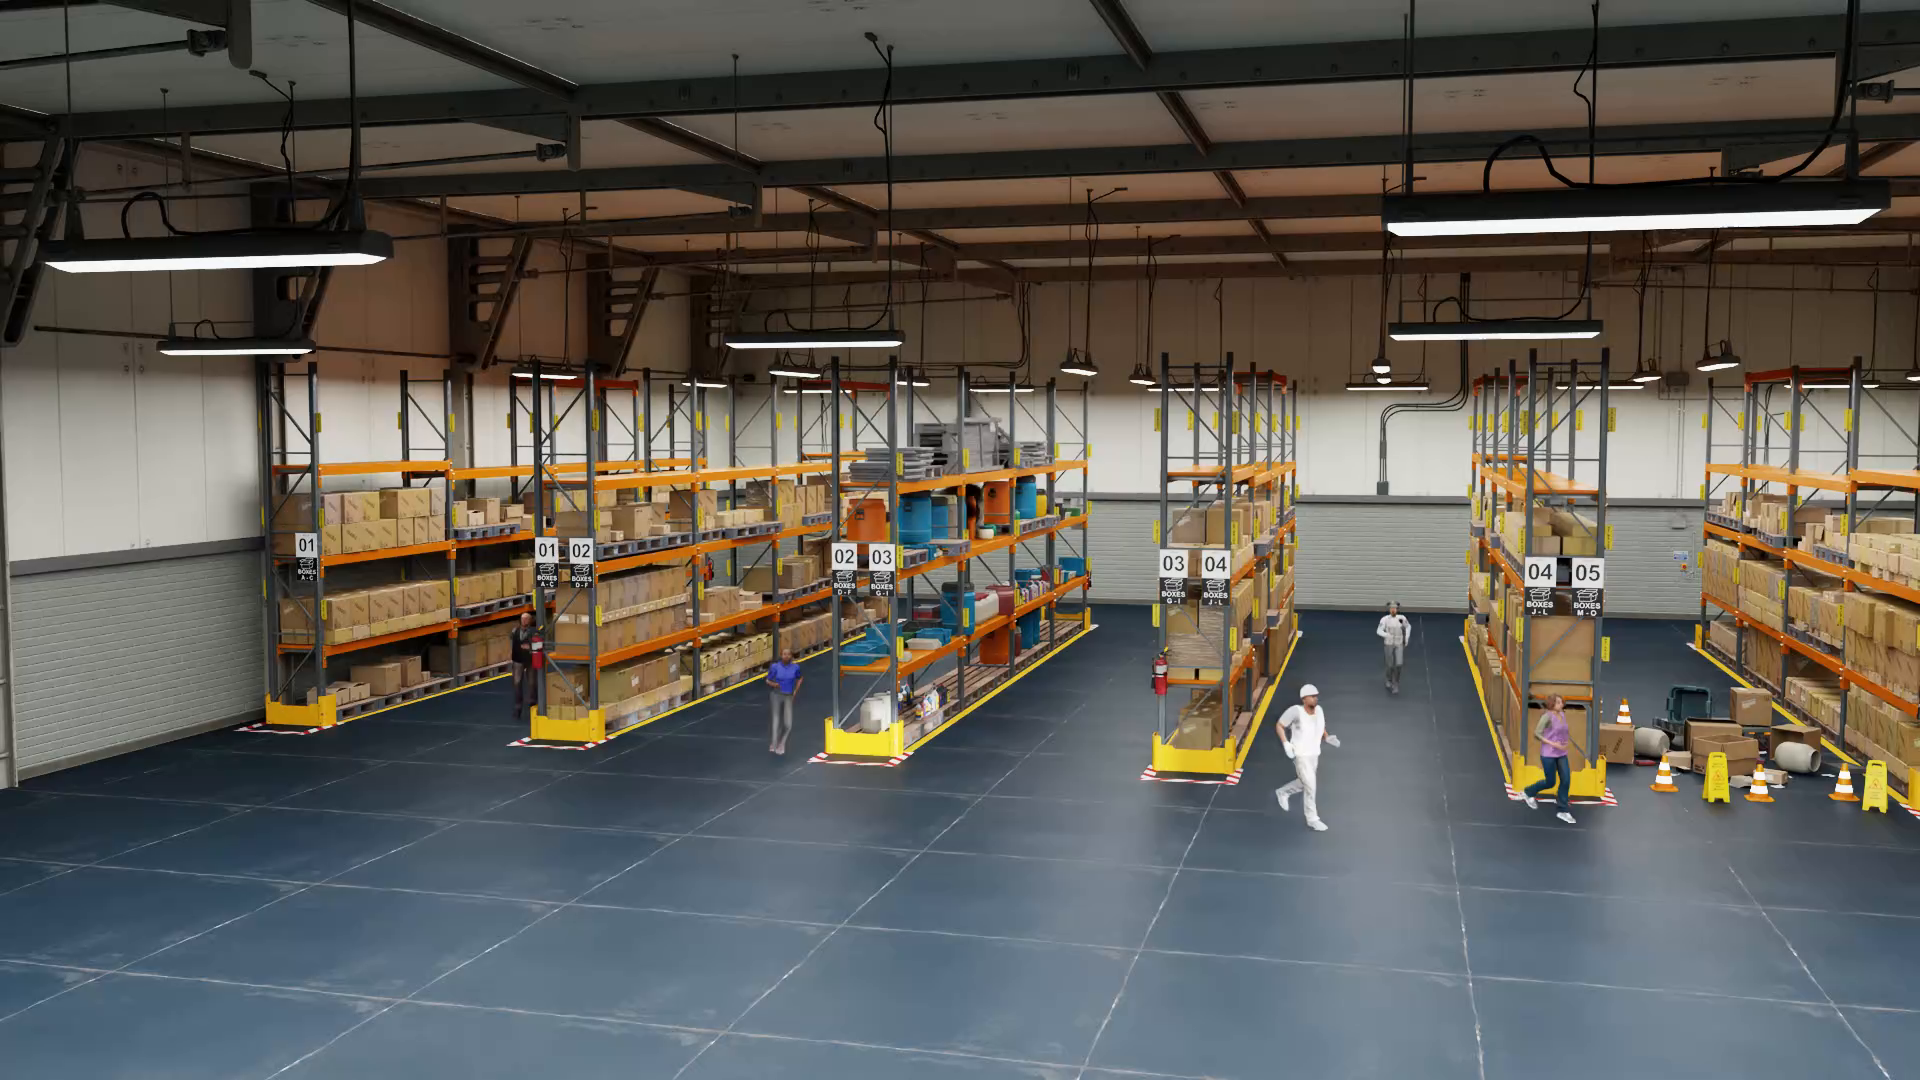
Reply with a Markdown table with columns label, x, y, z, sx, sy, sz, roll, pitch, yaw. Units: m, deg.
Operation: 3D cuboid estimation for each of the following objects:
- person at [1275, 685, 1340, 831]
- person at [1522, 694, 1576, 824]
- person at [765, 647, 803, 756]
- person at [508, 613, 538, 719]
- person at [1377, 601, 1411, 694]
| label | x | y | z | sx | sy | sz | roll | pitch | yaw |
| --- | --- | --- | --- | --- | --- | --- | --- | --- | --- |
| person | 4.247 | 2.663 | 20.730 | 0.656 | 1.766 | 0.954 | -3 | 5 | -35 |
| person | 7.466 | 2.734 | 21.018 | 0.549 | 1.602 | 0.761 | -2 | 5 | -29 |
| person | -2.640 | 2.437 | 25.062 | 0.583 | 1.657 | 0.665 | -1 | 4 | -10 |
| person | -7.428 | 2.125 | 28.446 | 0.645 | 1.760 | 0.800 | 0 | 4 | -3 |
| person | 8.084 | 1.990 | 30.998 | 0.612 | 1.740 | 0.714 | 1 | 4 | 14 |
